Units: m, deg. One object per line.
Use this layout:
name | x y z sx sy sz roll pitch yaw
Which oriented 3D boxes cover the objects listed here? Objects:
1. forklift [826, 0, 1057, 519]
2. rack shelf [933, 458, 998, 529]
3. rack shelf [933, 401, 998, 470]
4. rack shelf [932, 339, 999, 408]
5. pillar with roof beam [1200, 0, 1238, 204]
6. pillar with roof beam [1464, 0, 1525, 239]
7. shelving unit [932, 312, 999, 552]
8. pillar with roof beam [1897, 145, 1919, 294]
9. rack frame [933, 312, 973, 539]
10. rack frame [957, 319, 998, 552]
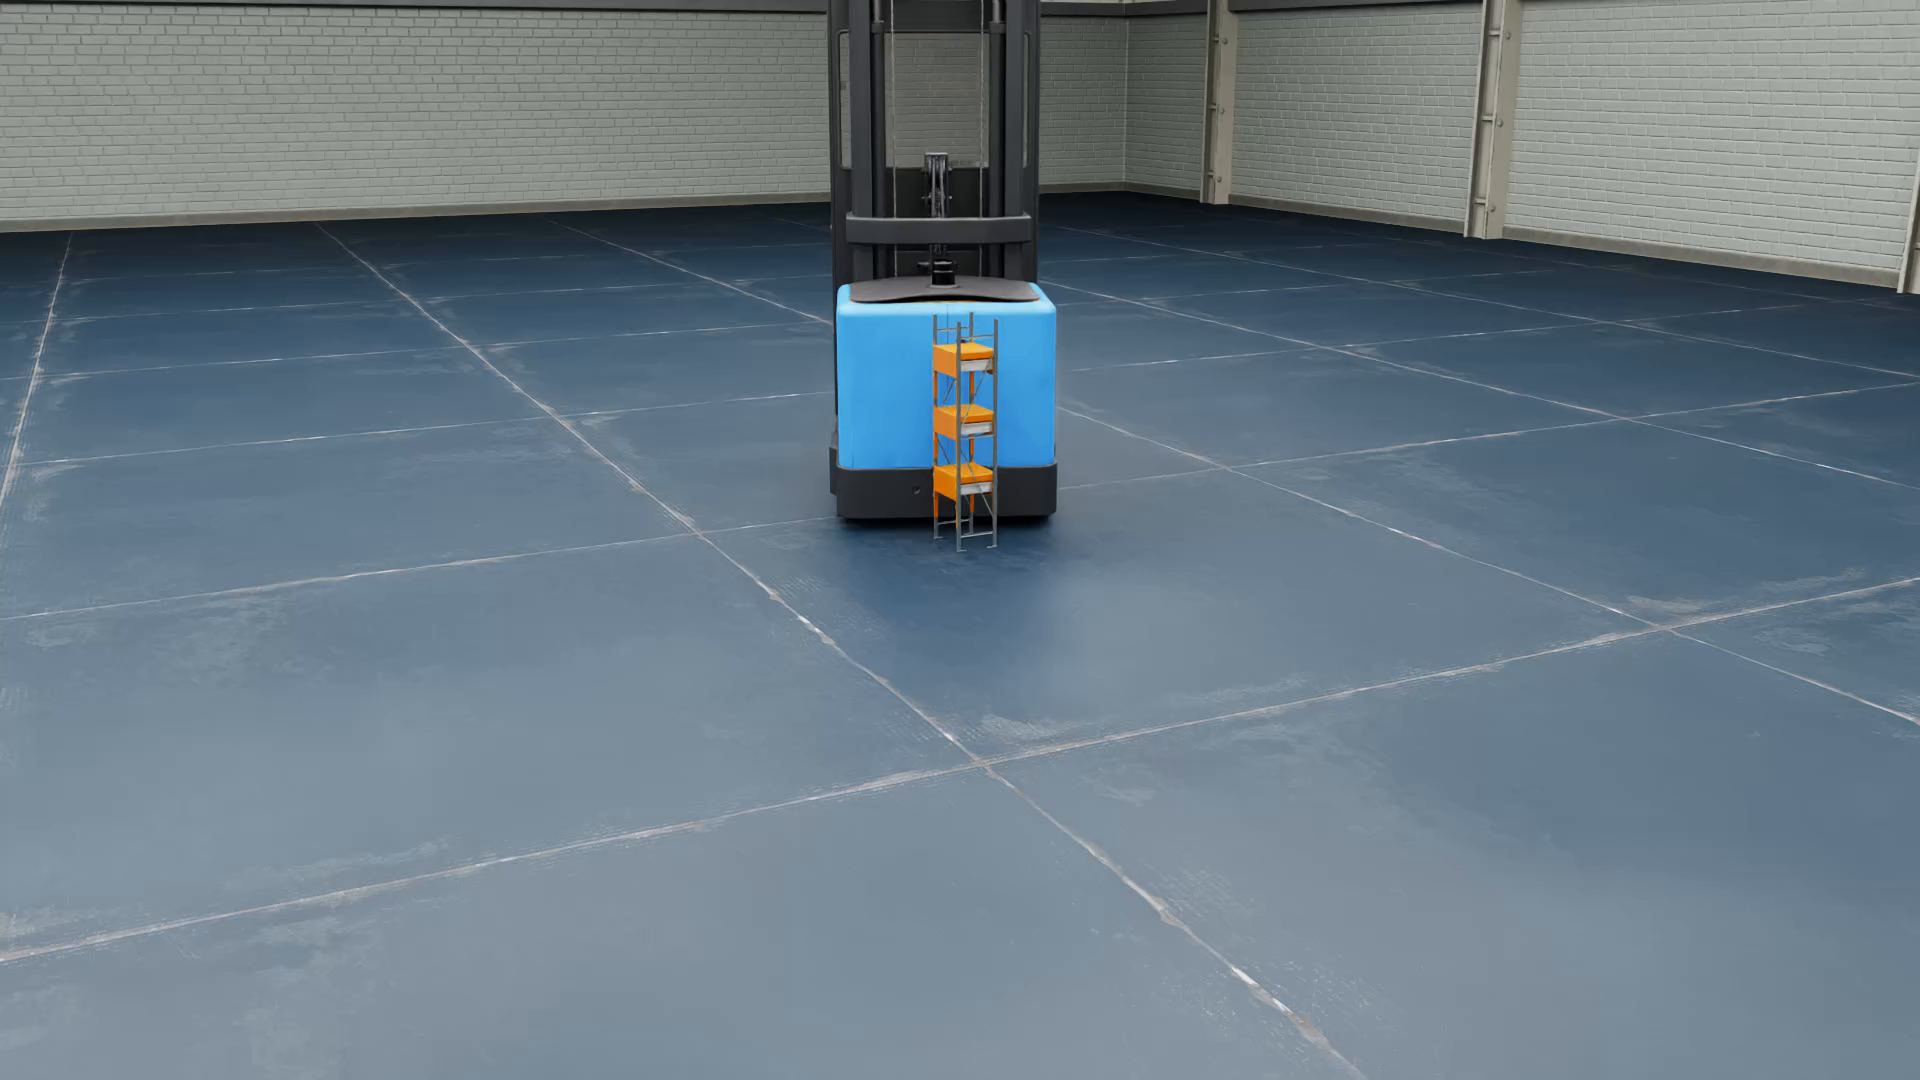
forklift | -0.149 -1.864 8.931 1.130 2.935 3.031 -1 16 -3
rack shelf | 0.023 -0.214 7.639 0.215 0.259 0.240 -8 18 -25
rack shelf | 0.023 -0.481 7.563 0.215 0.259 0.240 -8 18 -25
rack shelf | 0.023 -0.754 7.484 0.215 0.259 0.240 -8 18 -25
pillar with roof beam | 0.171 -9.150 23.321 9.100 9.000 0.400 -8 18 -25
pillar with roof beam | 2.800 -7.662 18.137 9.100 9.000 0.400 -8 18 -25
shelving unit | 0.023 -0.491 7.560 0.215 1.050 0.252 -8 18 -25
pillar with roof beam | 5.428 -6.174 12.952 9.100 9.000 0.400 -8 18 -25
rack frame | -0.030 -0.522 7.665 0.200 1.050 0.008 -8 18 -25
rack frame | 0.077 -0.461 7.454 0.200 1.050 0.008 -8 18 -25
